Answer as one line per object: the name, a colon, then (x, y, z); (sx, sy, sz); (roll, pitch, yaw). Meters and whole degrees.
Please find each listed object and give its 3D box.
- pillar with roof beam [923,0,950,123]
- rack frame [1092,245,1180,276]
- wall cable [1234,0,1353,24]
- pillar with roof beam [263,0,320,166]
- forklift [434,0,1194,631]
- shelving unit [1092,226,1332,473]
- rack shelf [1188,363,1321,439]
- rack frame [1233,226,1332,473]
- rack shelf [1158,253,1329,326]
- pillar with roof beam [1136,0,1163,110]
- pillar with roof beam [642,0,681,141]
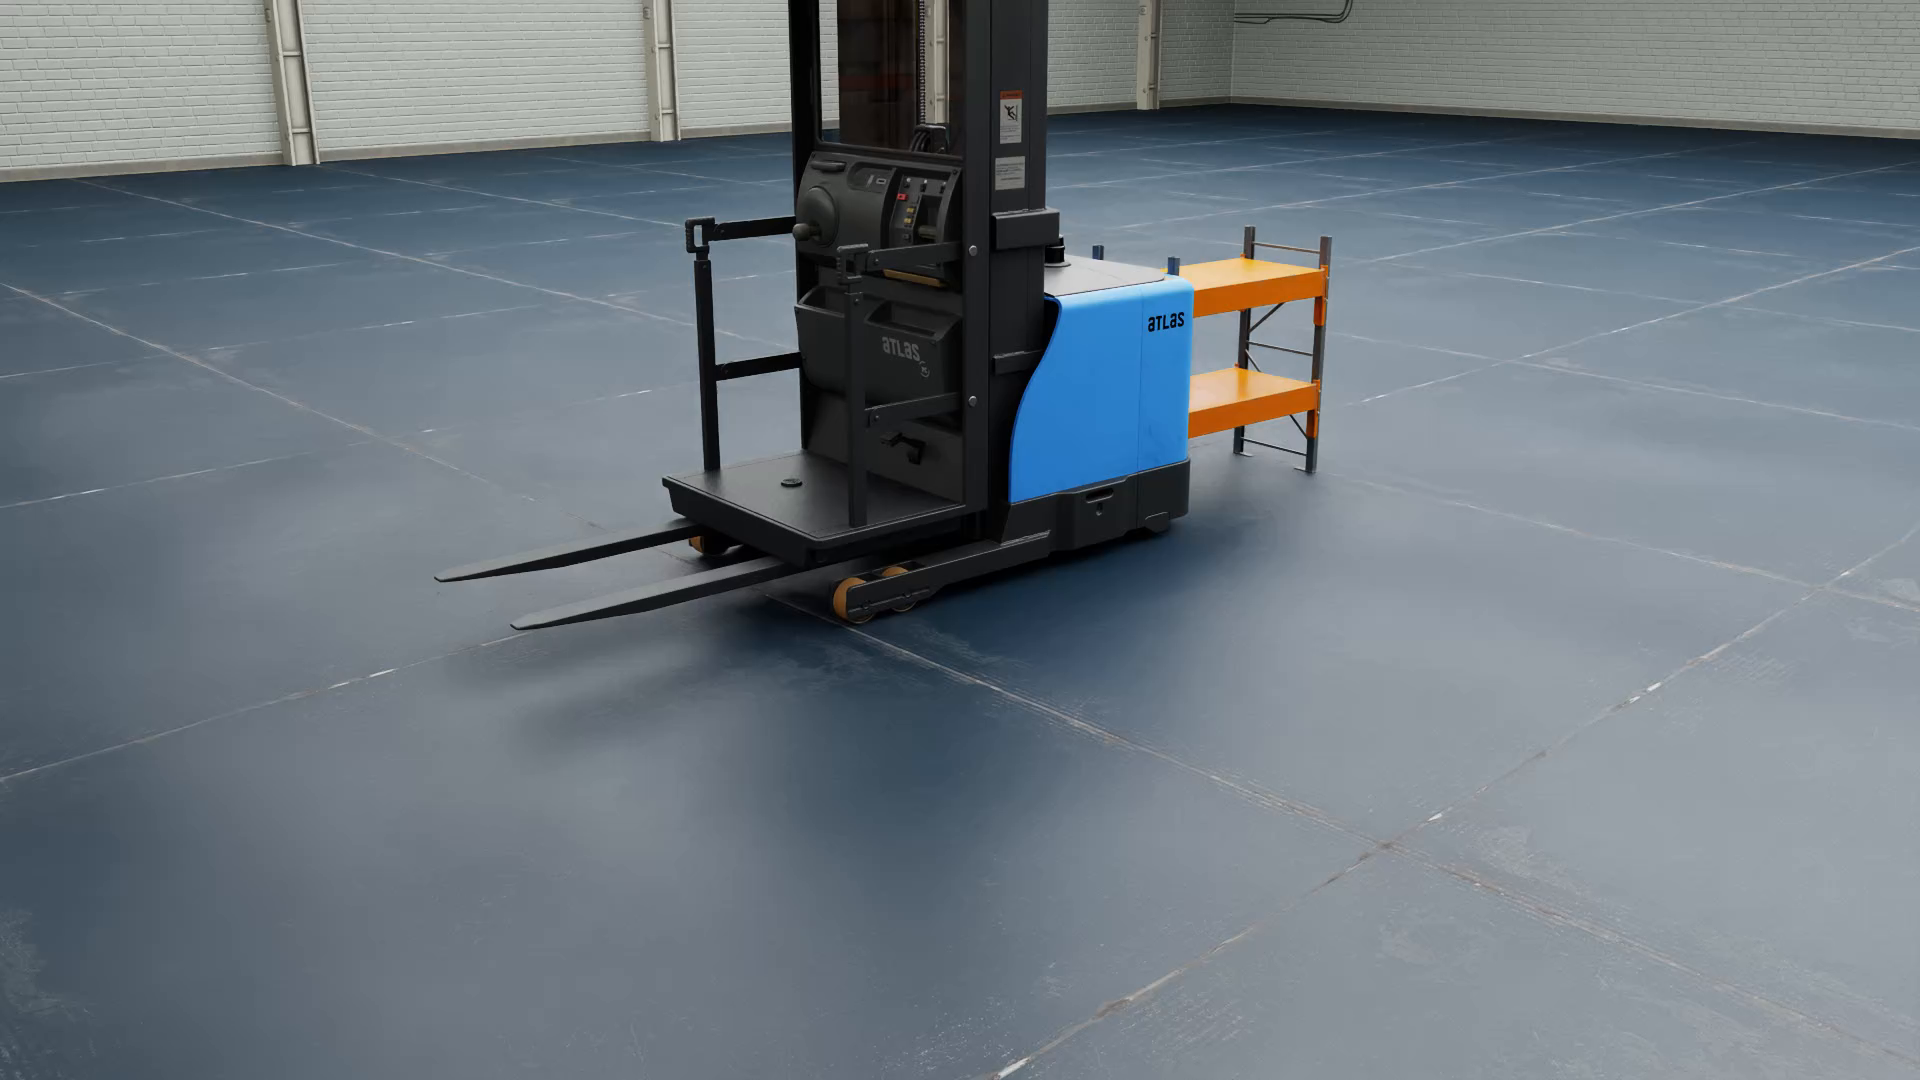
pillar with roof beam: (2.531, -11.085, 26.583); (0.400, 9.000, 9.100); (-16, 24, -41)
rack frame: (0.758, -0.715, 7.368); (0.032, 1.125, 0.500); (-14, 23, -38)
wall cable: (6.982, -12.172, 34.971); (0.112, 2.526, 3.097); (-16, 24, -41)
pillar with roof beam: (-6.188, -8.542, 18.741); (0.400, 9.000, 9.100); (-16, 24, -41)
forklift: (-0.479, -1.272, 6.155); (3.031, 2.935, 1.130); (-14, 23, -37)
shelving unit: (1.149, -0.816, 7.677); (1.048, 1.125, 0.538); (-14, 23, -38)
rack shelf: (1.149, -0.583, 7.753); (1.000, 0.278, 0.538); (-14, 23, -38)
rack frame: (1.539, -0.916, 7.987); (0.032, 1.125, 0.500); (-14, 23, -38)
rack shelf: (1.149, -1.094, 7.587); (1.000, 0.278, 0.538); (-14, 23, -38)
pillar with roof beam: (6.891, -12.356, 30.505); (0.400, 9.000, 9.100); (-16, 24, -41)
pillar with roof beam: (-1.829, -9.814, 22.662); (0.400, 9.000, 9.100); (-16, 24, -41)
